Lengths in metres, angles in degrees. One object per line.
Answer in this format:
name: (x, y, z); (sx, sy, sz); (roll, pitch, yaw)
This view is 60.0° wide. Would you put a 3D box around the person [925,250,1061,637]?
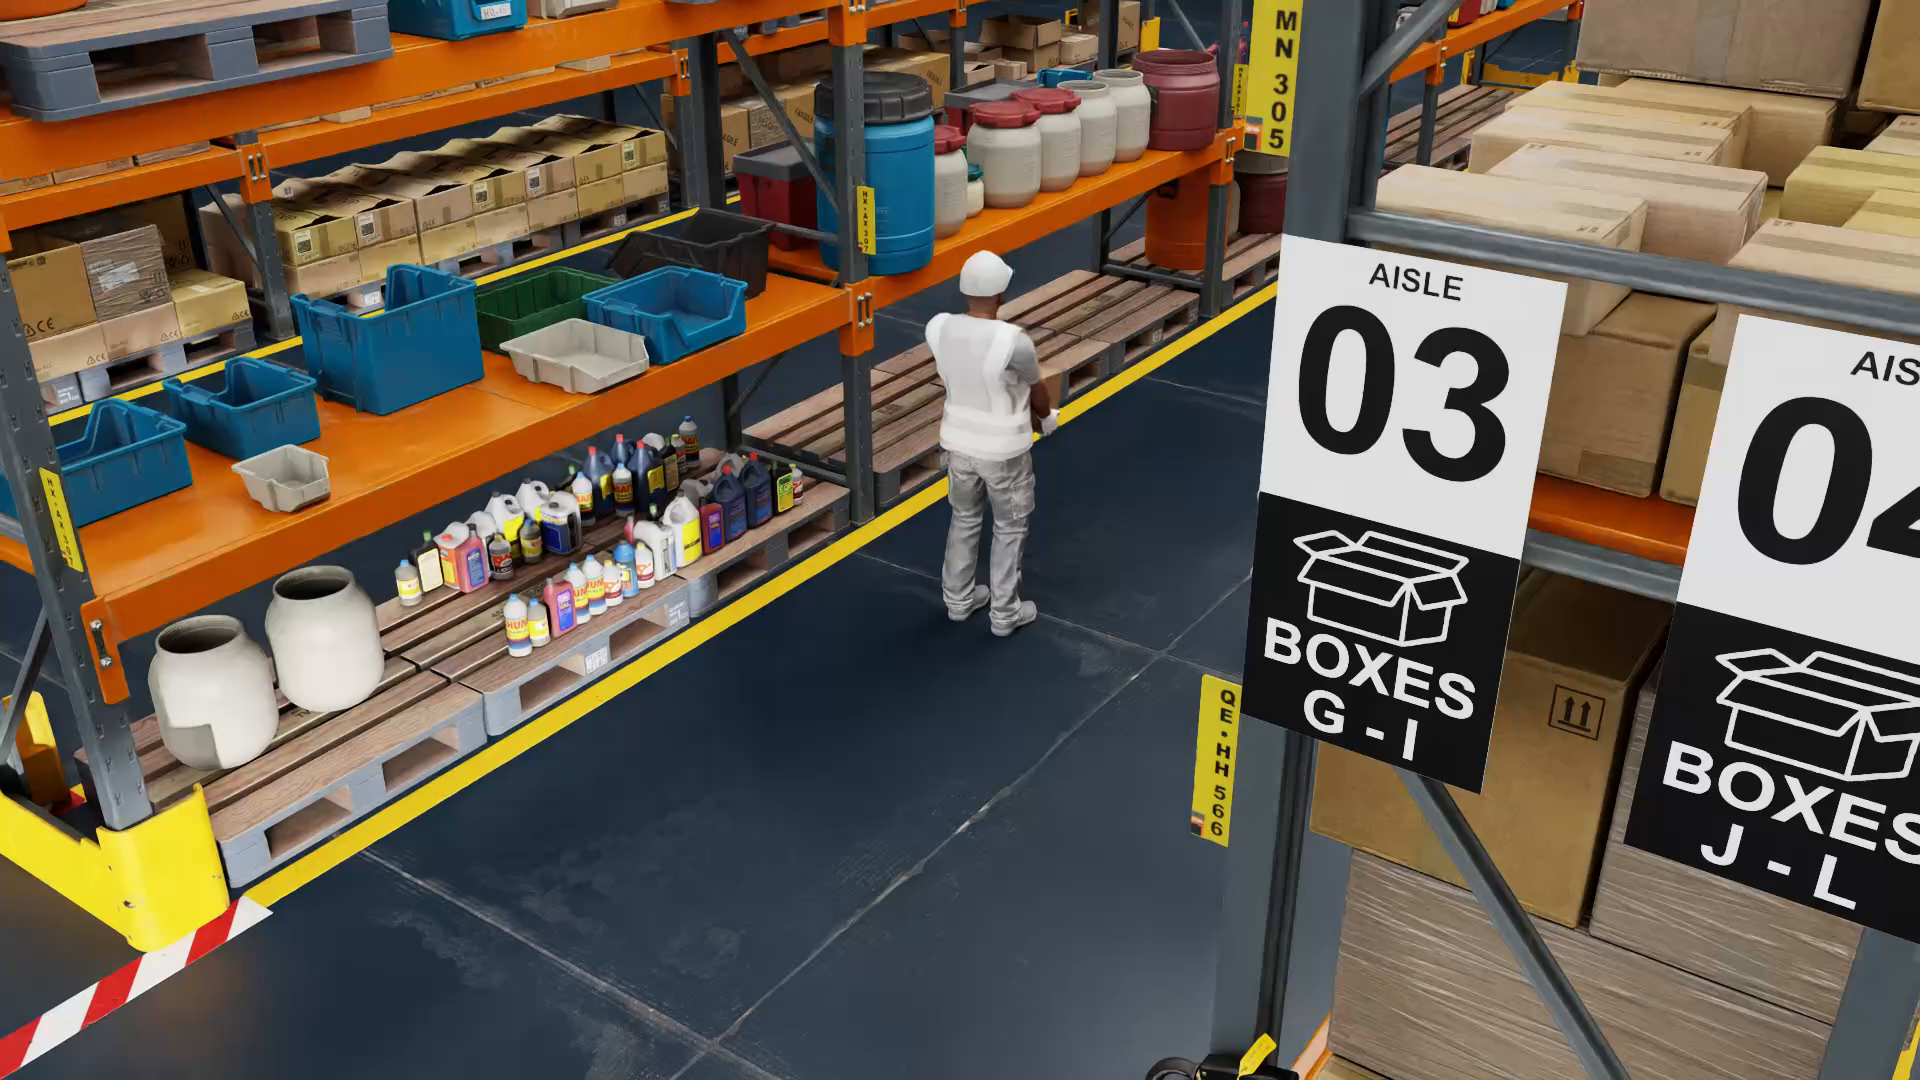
person: (0.173, -0.466, 7.519); (0.489, 1.782, 0.576); (17, 31, 30)
